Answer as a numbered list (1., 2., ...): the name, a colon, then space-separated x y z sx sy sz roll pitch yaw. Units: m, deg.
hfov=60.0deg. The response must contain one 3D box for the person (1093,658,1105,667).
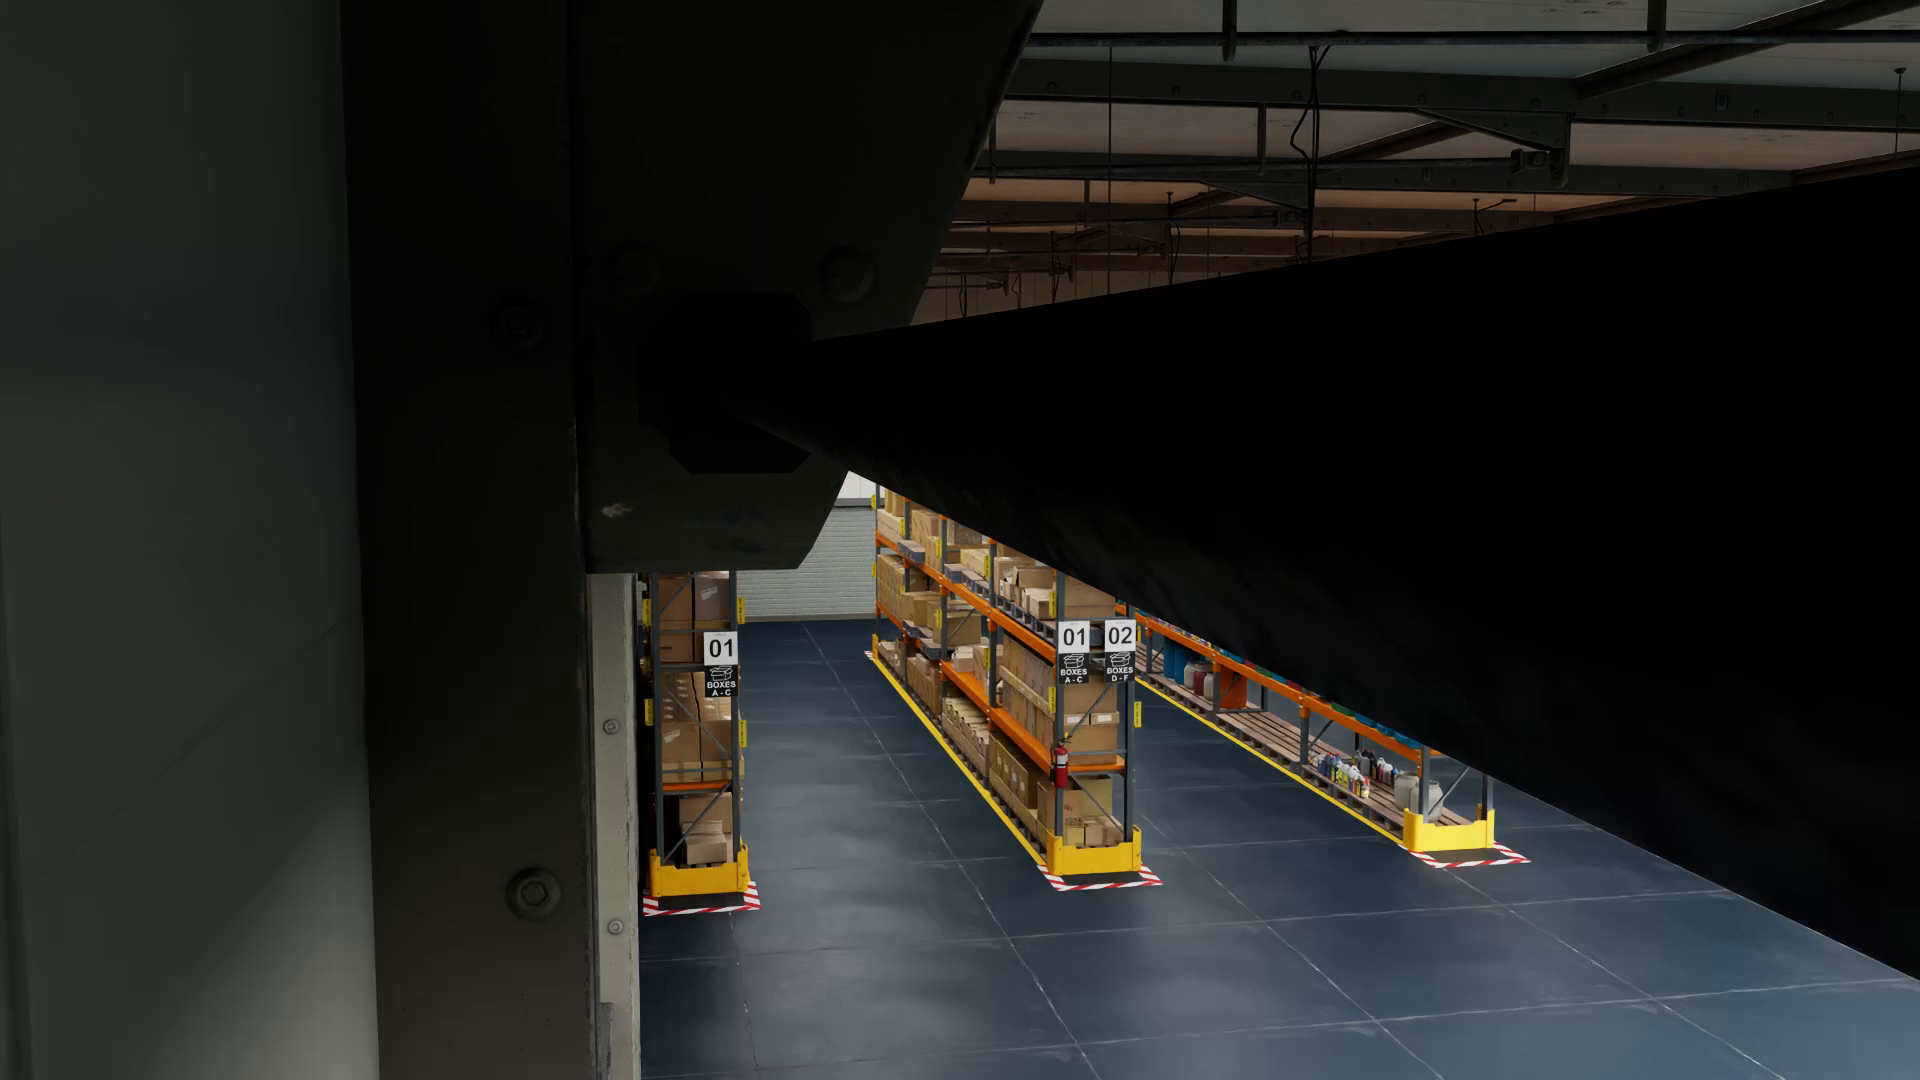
1. person: 2.680 2.240 31.859 0.529 1.662 0.496 -1 6 -9

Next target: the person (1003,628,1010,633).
1. person: 1.133 1.568 38.341 0.746 1.686 0.648 0 6 -3
